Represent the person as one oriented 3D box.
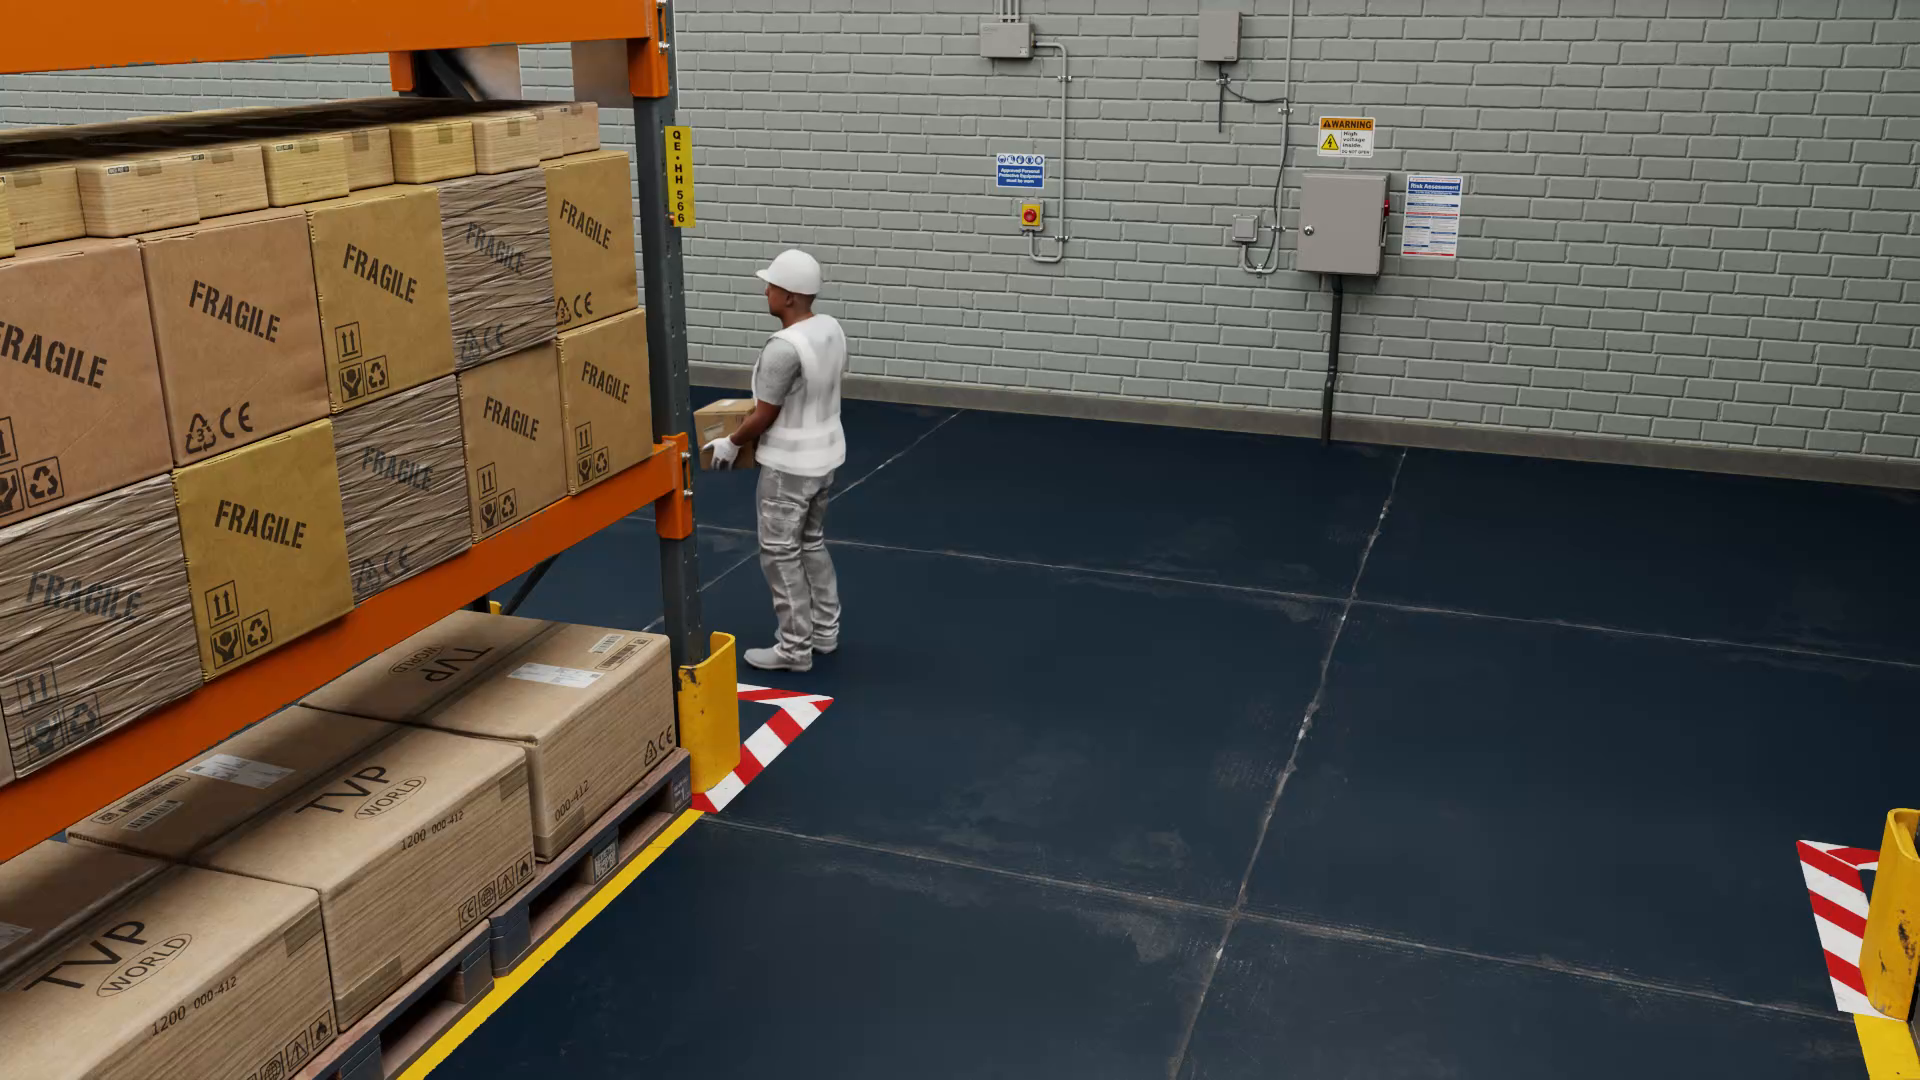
[{"bbox_3d":[-0.717,-0.315,6.989,0.449,1.773,0.621,5,19,15],"label":"person"}]
